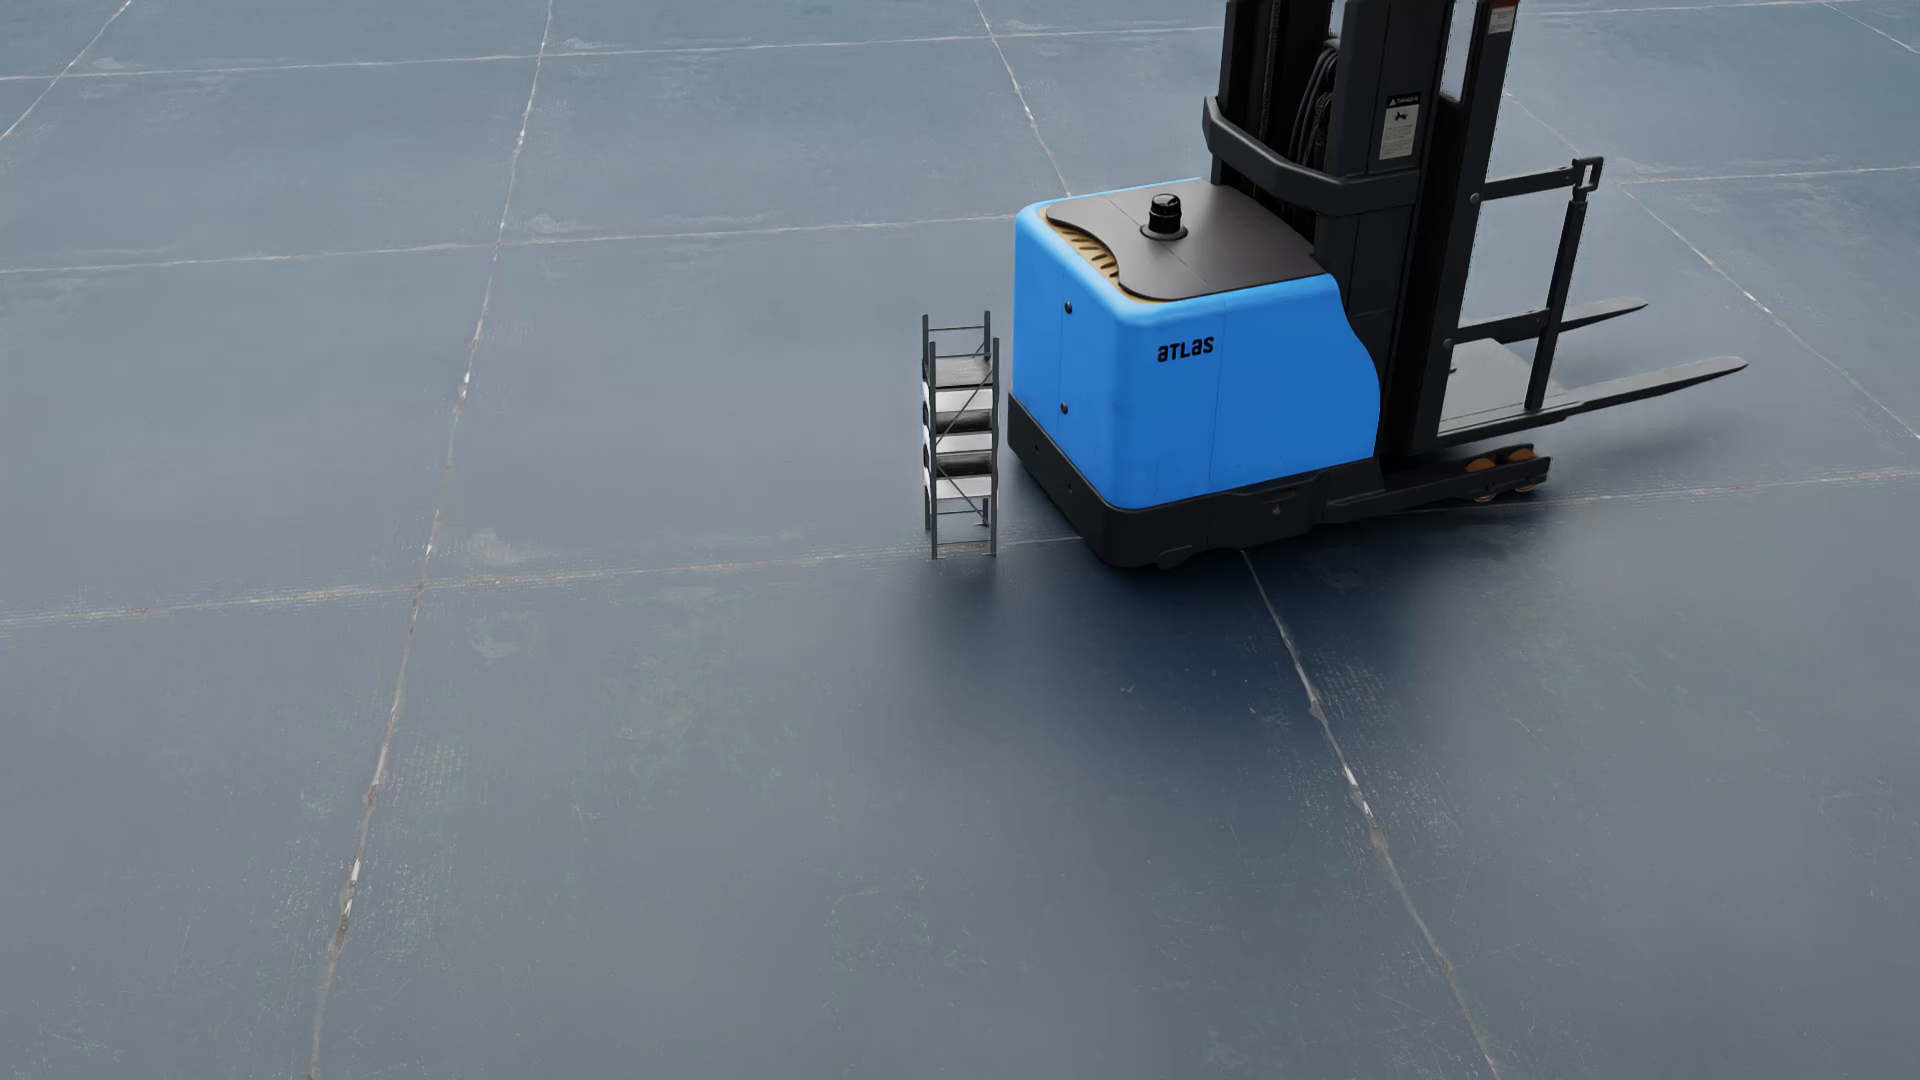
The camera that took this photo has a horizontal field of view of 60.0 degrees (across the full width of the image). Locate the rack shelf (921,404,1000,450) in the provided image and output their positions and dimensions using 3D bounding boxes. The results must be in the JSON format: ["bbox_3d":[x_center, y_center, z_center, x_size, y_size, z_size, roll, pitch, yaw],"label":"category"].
[{"bbox_3d":[0.001,-0.414,5.958,0.258,0.077,0.200,-4,35,-6],"label":"rack shelf"}]

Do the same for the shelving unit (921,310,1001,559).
[{"bbox_3d":[0.001,-0.367,5.990,0.258,0.900,0.210,-4,35,-6],"label":"shelving unit"}]

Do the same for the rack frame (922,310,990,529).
[{"bbox_3d":[-0.013,-0.424,6.073,0.240,0.900,0.006,-4,35,-6],"label":"rack frame"}]

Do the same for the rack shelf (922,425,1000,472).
[{"bbox_3d":[0.001,-0.340,6.009,0.258,0.077,0.200,-4,35,-6],"label":"rack shelf"}]

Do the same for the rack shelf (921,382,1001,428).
[{"bbox_3d":[0.001,-0.489,5.907,0.258,0.077,0.200,-4,35,-6],"label":"rack shelf"}]

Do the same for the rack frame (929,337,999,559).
[{"bbox_3d":[0.015,-0.311,5.907,0.240,0.900,0.006,-4,35,-6],"label":"rack frame"}]

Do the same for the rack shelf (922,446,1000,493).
[{"bbox_3d":[0.001,-0.265,6.059,0.258,0.077,0.200,-4,35,-6],"label":"rack shelf"}]

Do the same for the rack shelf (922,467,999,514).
[{"bbox_3d":[0.001,-0.191,6.110,0.258,0.077,0.200,-4,35,-6],"label":"rack shelf"}]

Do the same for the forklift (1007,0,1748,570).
[{"bbox_3d":[1.760,-1.622,6.028,3.031,2.935,1.130,-13,36,-18],"label":"forklift"}]

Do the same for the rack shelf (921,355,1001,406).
[{"bbox_3d":[0.001,-0.563,5.857,0.258,0.077,0.200,-4,35,-6],"label":"rack shelf"}]
